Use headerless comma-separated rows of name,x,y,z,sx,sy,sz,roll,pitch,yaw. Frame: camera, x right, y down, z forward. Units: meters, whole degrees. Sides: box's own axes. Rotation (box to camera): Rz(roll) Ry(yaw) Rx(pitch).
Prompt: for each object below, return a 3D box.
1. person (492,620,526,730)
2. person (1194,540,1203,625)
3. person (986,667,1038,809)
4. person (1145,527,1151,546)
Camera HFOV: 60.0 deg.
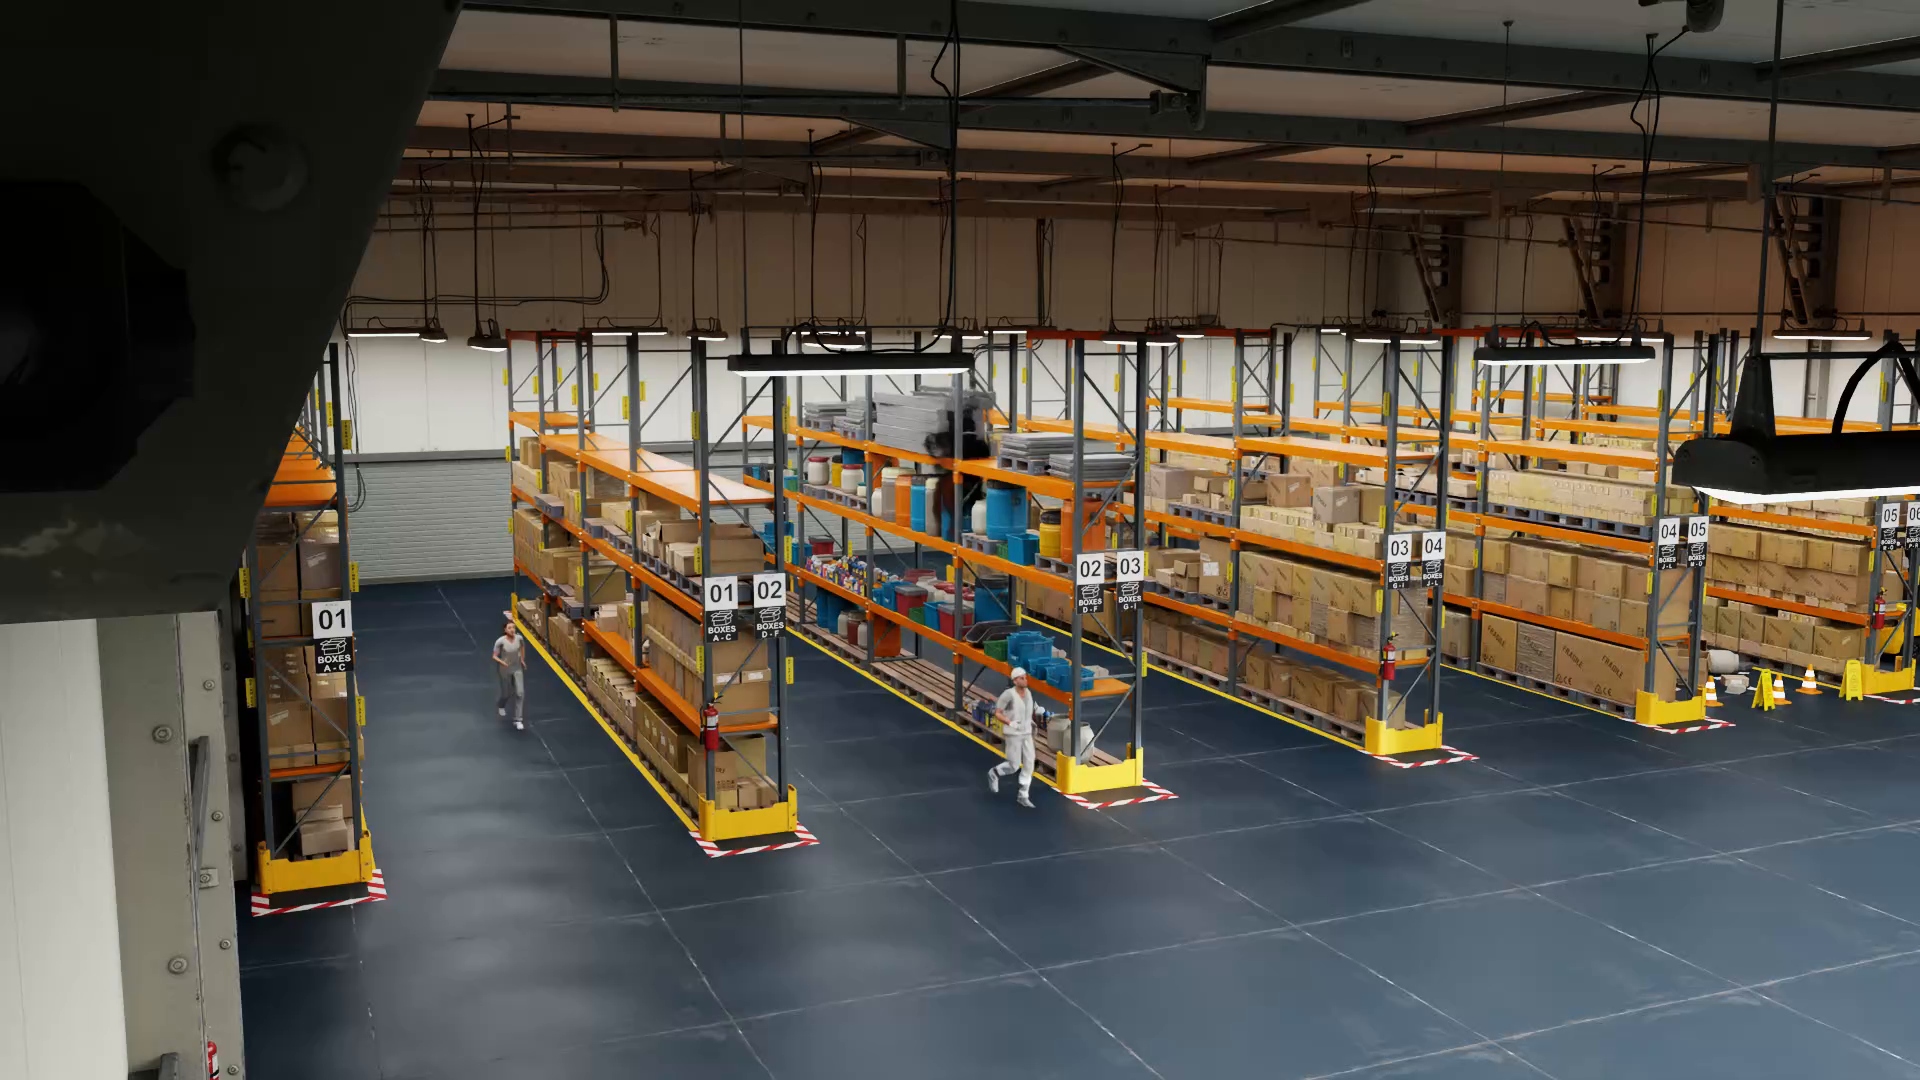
person,-6.951,2.033,25.656,0.552,1.664,0.913,-5,9,-31
person,5.015,0.845,34.033,0.651,1.827,0.769,-4,9,-27
person,0.734,2.543,21.625,0.680,1.794,0.794,-7,10,-42
person,4.103,0.397,38.028,0.609,1.538,0.911,-2,8,-18
